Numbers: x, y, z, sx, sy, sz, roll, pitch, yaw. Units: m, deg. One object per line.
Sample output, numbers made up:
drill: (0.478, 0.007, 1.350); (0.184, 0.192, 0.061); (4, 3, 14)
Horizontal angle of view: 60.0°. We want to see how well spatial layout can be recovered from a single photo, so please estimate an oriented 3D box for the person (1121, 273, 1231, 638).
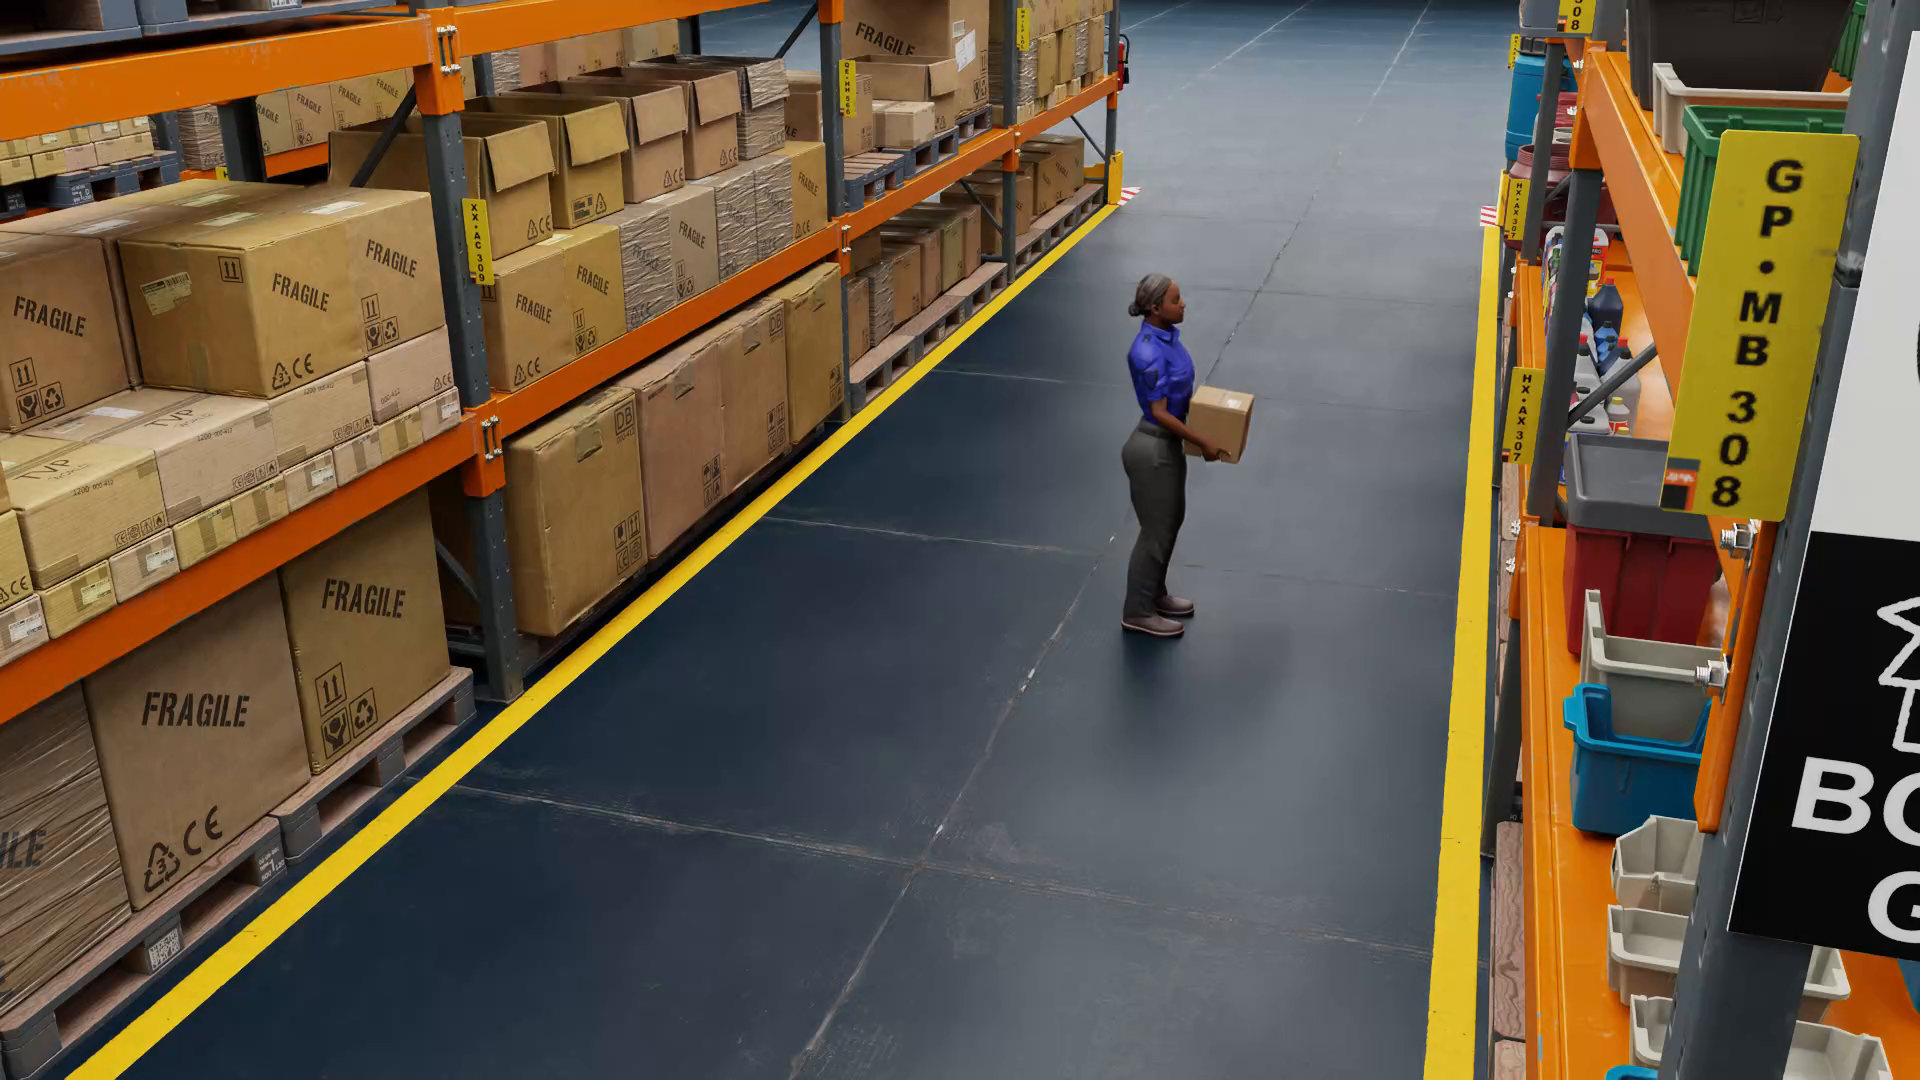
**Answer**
person: (0.988, -0.381, 7.541); (0.509, 1.651, 0.455); (6, 23, 15)
